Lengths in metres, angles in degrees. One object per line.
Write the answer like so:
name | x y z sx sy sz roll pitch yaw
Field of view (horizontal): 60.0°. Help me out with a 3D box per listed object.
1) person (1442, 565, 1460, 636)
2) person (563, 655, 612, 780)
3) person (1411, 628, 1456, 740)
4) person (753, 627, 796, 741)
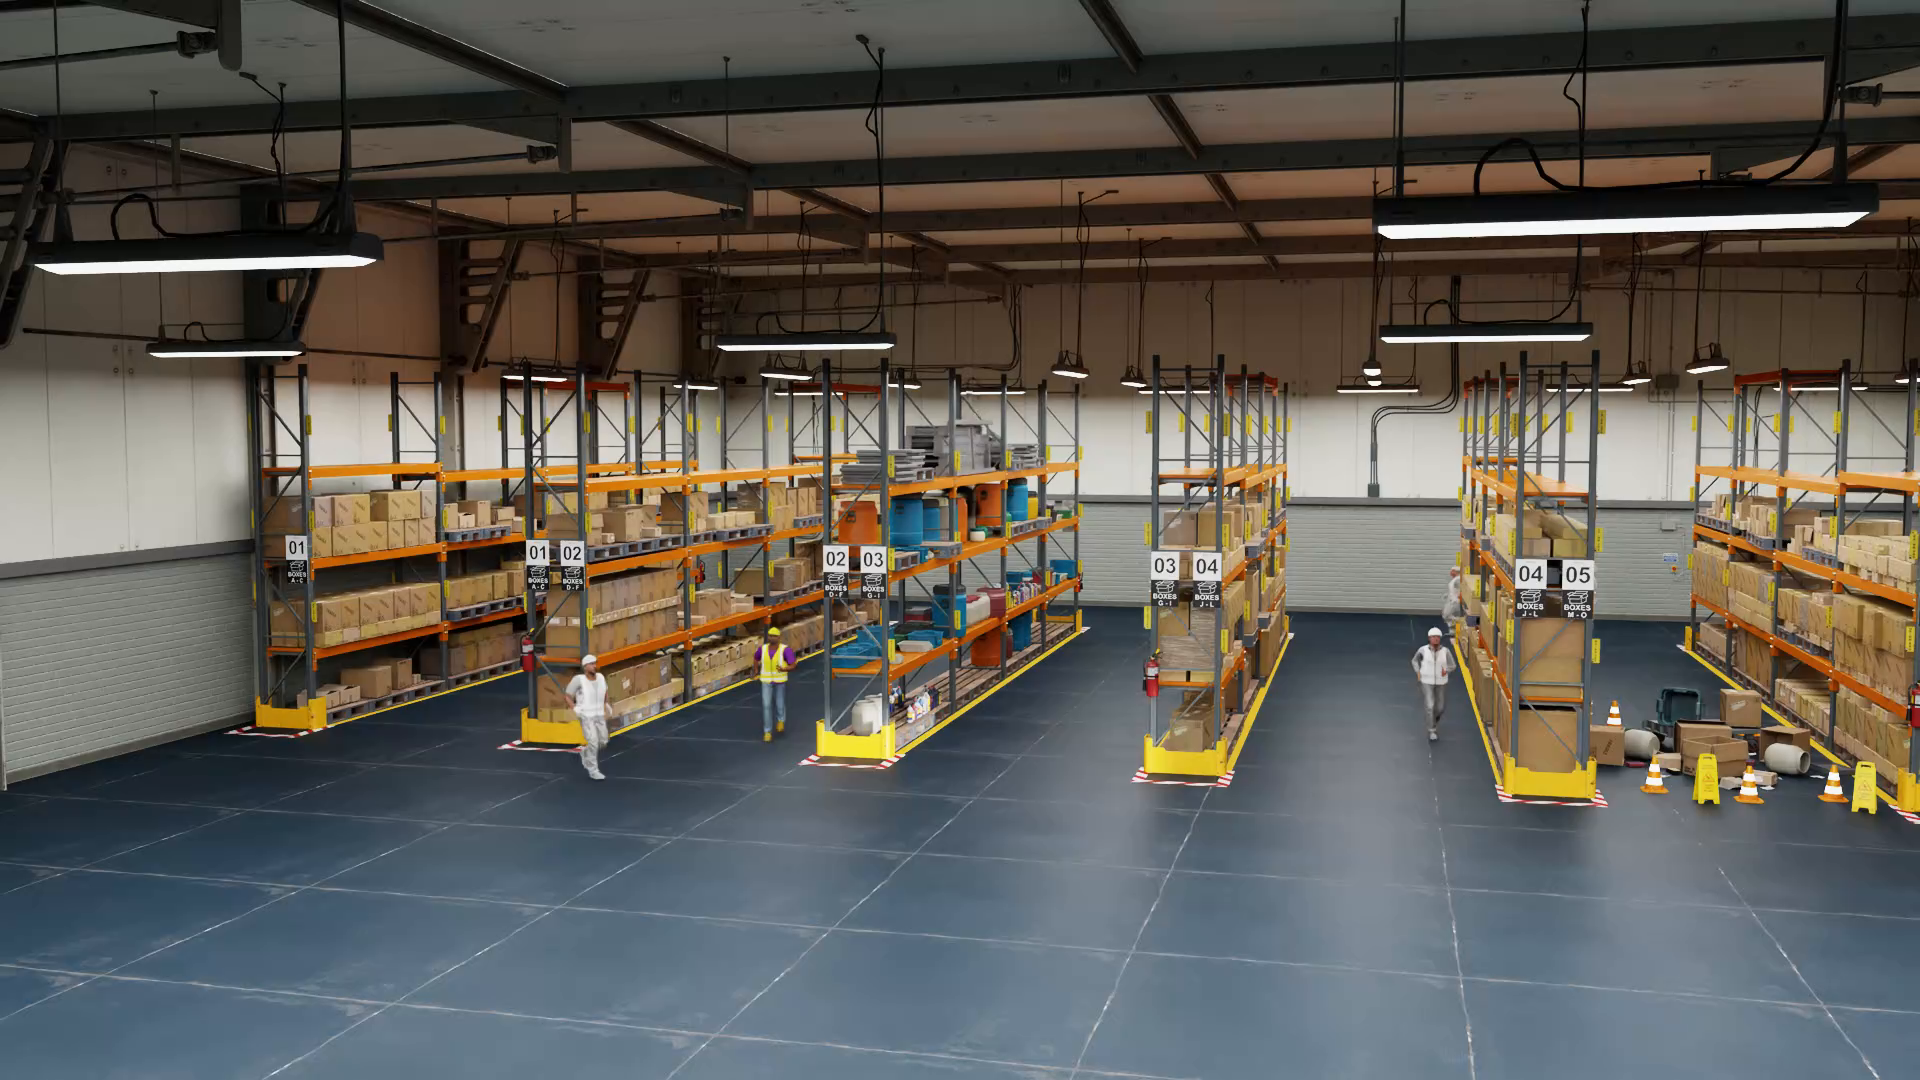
person | 11.688 1.439 39.272 0.560 1.727 0.708 0 4 3
person | -5.280 2.496 23.603 0.696 1.750 0.705 4 5 43
person | 7.589 2.283 26.626 0.676 1.761 0.802 0 4 7
person | -2.970 2.262 26.512 0.715 1.749 0.988 0 4 1
